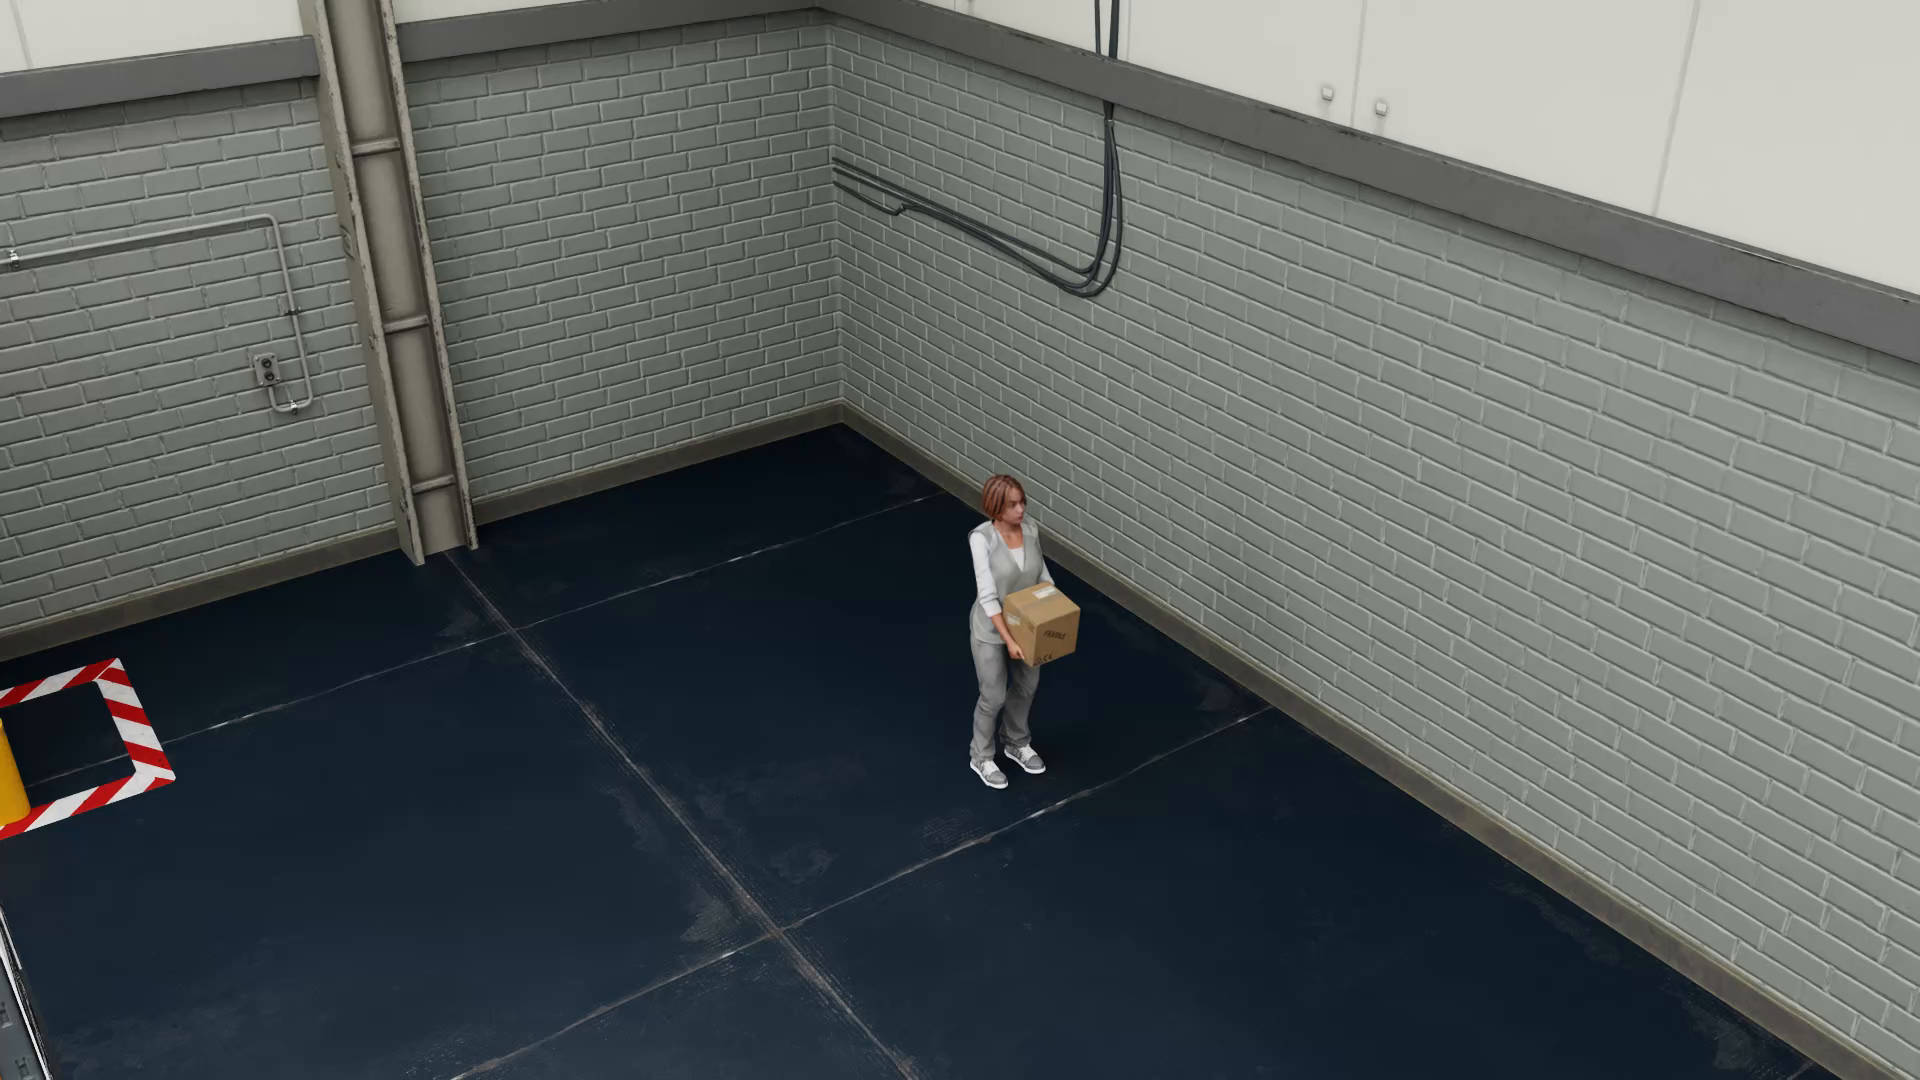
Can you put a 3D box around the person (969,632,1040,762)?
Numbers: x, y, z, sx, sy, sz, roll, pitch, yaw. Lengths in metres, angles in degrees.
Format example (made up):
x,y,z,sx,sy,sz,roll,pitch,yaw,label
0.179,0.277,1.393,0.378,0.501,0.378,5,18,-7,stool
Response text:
x,y,z,sx,sy,sz,roll,pitch,yaw,label
0.213,0.691,8.020,0.354,0.851,0.248,-18,34,-30,person
